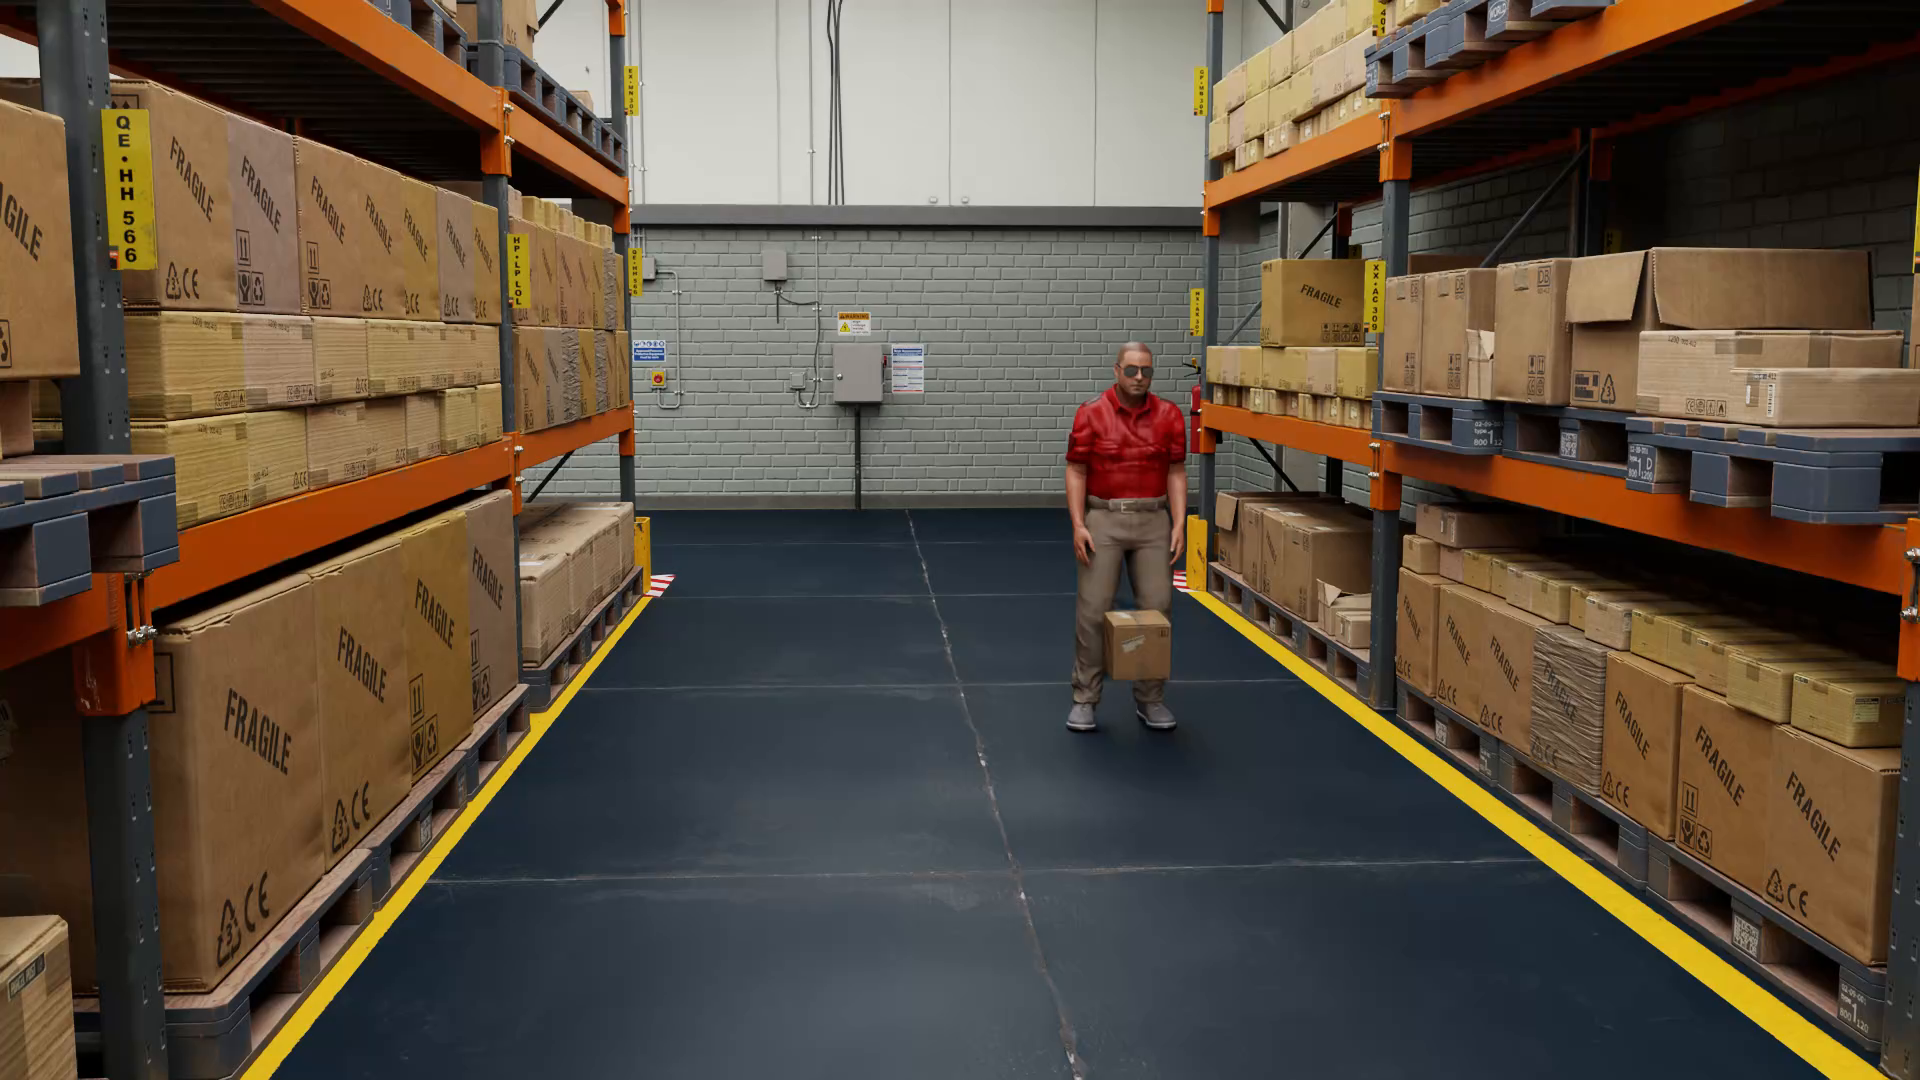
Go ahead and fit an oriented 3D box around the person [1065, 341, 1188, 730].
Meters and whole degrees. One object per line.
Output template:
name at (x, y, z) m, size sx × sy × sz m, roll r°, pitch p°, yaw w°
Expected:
person at (0.753, -0.025, 7.499) m, size 0.566 × 1.729 × 0.396 m, roll -1°, pitch 7°, yaw -5°
